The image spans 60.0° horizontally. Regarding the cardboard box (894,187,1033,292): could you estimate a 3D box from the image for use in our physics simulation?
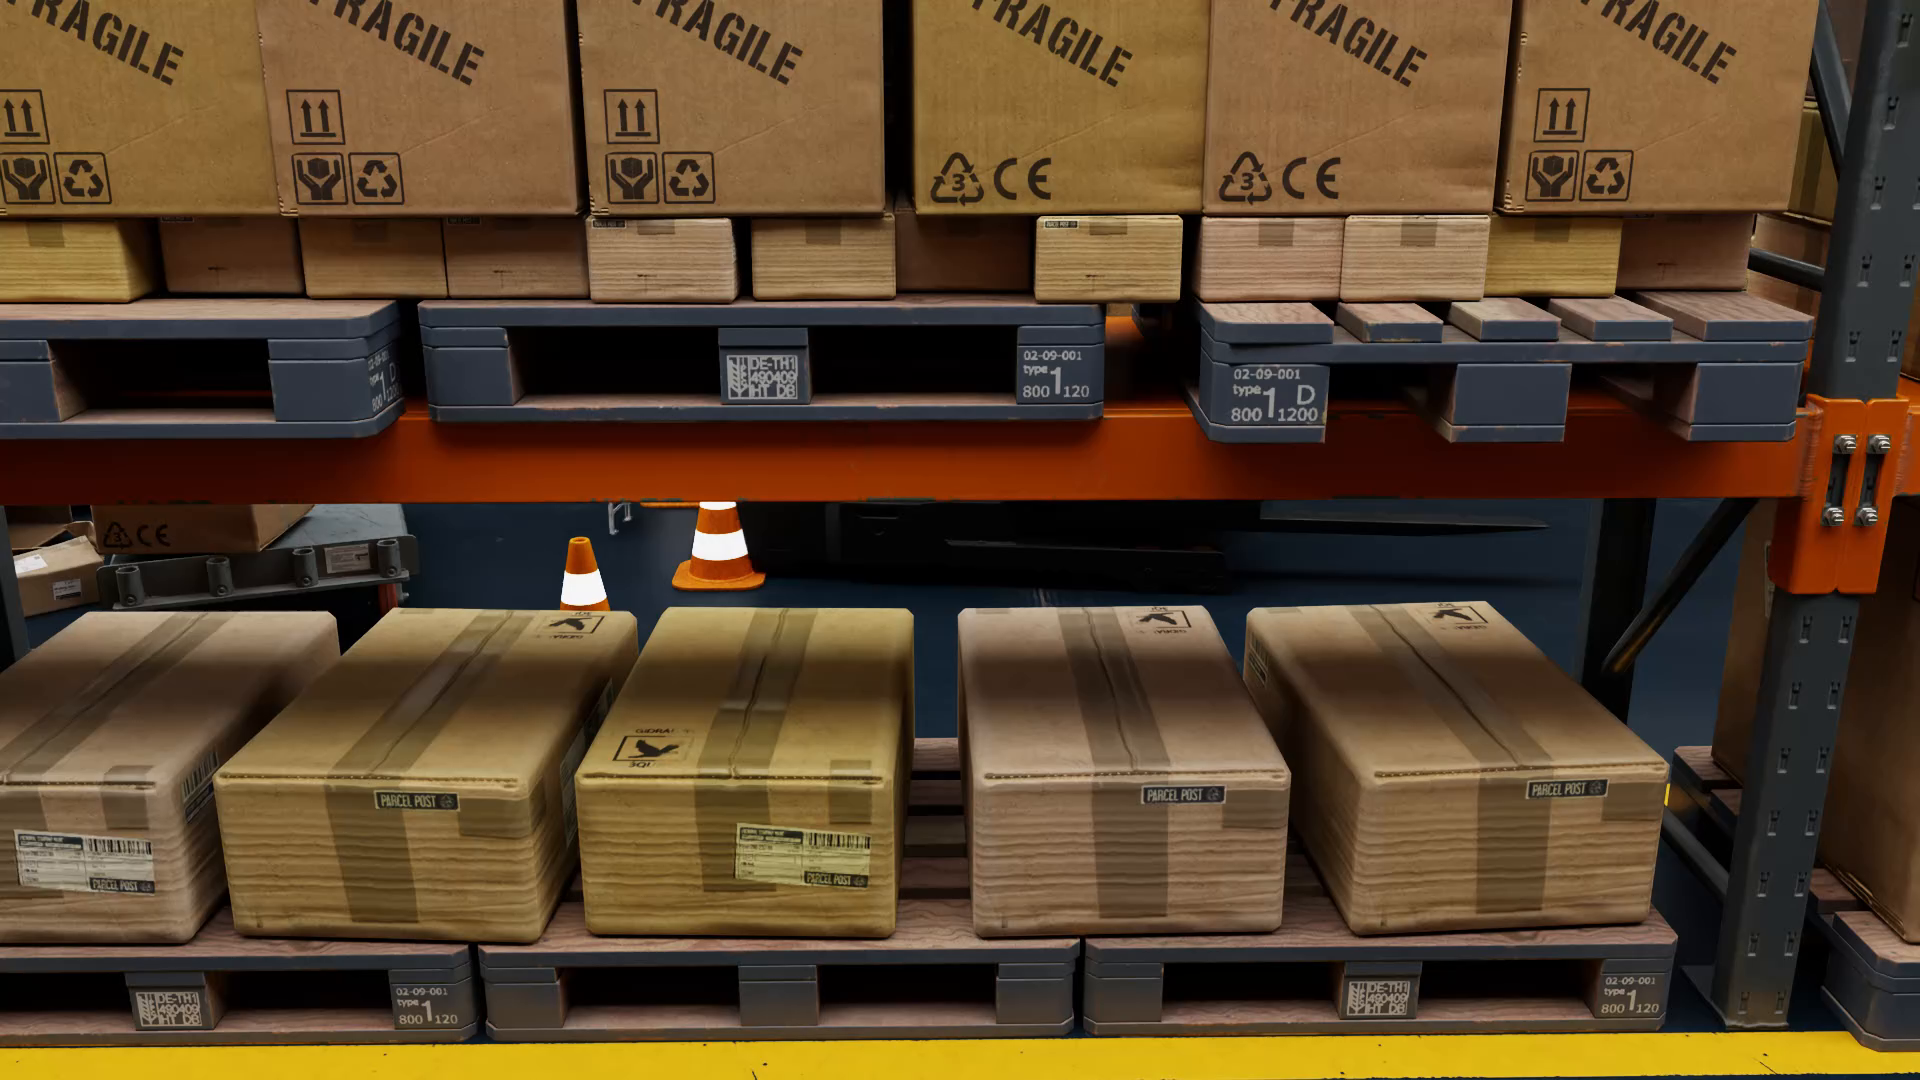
[{"bbox_3d":[0.004,-0.576,3.155,0.250,0.149,0.380,0,18,0],"label":"cardboard box"}]

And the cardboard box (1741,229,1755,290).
[{"bbox_3d":[3.663,-1.385,8.133,0.500,0.250,0.500,-1,18,-3],"label":"cardboard box"}]

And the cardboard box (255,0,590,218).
[{"bbox_3d":[-0.905,-0.859,2.978,0.500,0.500,0.500,0,18,-1],"label":"cardboard box"}]

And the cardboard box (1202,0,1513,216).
[{"bbox_3d":[0.659,-0.870,3.012,0.500,0.500,0.500,-1,18,-2],"label":"cardboard box"}]

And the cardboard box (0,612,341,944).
[{"bbox_3d":[-1.849,0.493,3.714,0.625,0.372,0.950,0,18,0],"label":"cardboard box"}]

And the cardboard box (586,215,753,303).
[{"bbox_3d":[-0.512,-0.539,3.041,0.250,0.149,0.380,0,18,1],"label":"cardboard box"}]

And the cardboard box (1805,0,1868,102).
[{"bbox_3d":[2.139,-1.180,3.515,0.500,0.500,0.500,-1,18,-2],"label":"cardboard box"}]

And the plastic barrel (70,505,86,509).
[{"bbox_3d":[-3.663,-0.365,6.993,0.421,0.421,0.512,14,22,37],"label":"plastic barrel"}]

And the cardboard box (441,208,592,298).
[{"bbox_3d":[-0.779,-0.554,3.086,0.250,0.149,0.380,0,18,0],"label":"cardboard box"}]

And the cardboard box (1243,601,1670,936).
[{"bbox_3d":[1.061,0.477,3.765,0.625,0.372,0.950,-1,18,-5],"label":"cardboard box"}]

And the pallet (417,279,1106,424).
[{"bbox_3d":[-0.353,-0.461,3.387,1.213,0.211,1.003,0,18,-1],"label":"pallet"}]

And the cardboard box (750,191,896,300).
[{"bbox_3d":[-0.246,-0.549,3.073,0.250,0.149,0.380,-1,18,-3],"label":"cardboard box"}]

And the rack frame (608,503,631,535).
[{"bbox_3d":[-1.373,-0.627,6.536,0.015,1.200,0.240,2,18,5],"label":"rack frame"}]

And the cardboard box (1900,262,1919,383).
[{"bbox_3d":[2.119,-0.428,3.217,0.500,0.250,0.500,-1,18,-2],"label":"cardboard box"}]

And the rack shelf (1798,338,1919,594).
[{"bbox_3d":[3.626,-0.241,3.566,4.000,0.370,1.077,0,18,-1],"label":"rack shelf"}]

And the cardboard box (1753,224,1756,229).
[{"bbox_3d":[4.191,-1.392,8.154,0.500,0.250,0.500,1,18,2],"label":"cardboard box"}]

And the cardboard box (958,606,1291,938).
[{"bbox_3d":[0.323,0.483,3.746,0.625,0.372,0.950,-1,18,-2],"label":"cardboard box"}]

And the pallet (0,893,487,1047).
[{"bbox_3d":[-1.595,0.769,3.805,1.213,0.211,1.003,0,18,-1],"label":"pallet"}]

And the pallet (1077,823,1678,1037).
[{"bbox_3d":[0.844,0.757,3.842,1.213,0.211,1.003,0,18,-1],"label":"pallet"}]

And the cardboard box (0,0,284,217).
[{"bbox_3d":[-1.400,-0.861,2.983,0.500,0.500,0.500,0,18,-1],"label":"cardboard box"}]

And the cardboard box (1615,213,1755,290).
[{"bbox_3d":[1.302,-0.581,3.172,0.250,0.149,0.380,0,18,1],"label":"cardboard box"}]

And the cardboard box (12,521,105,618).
[{"bbox_3d":[-3.222,0.096,5.815,0.396,0.266,0.258,-15,23,-39],"label":"cardboard box"}]

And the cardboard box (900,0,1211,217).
[{"bbox_3d":[0.154,-0.867,3.003,0.500,0.500,0.500,-1,18,-5],"label":"cardboard box"}]

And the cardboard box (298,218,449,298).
[{"bbox_3d":[-1.026,-0.553,3.084,0.250,0.149,0.380,0,18,0],"label":"cardboard box"}]

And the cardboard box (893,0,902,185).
[{"bbox_3d":[0.120,-1.022,3.486,0.500,0.500,0.500,0,18,0],"label":"cardboard box"}]

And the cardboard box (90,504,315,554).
[{"bbox_3d":[-2.432,-0.269,5.327,0.500,0.500,0.500,0,18,-1],"label":"cardboard box"}]

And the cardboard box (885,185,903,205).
[{"bbox_3d":[-0.057,-0.698,3.536,0.250,0.149,0.380,0,18,1],"label":"cardboard box"}]

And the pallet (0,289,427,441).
[{"bbox_3d":[-1.607,-0.423,3.268,1.213,0.211,1.003,0,18,-1],"label":"pallet"}]

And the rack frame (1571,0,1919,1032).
[{"bbox_3d":[1.626,-0.574,3.426,0.127,3.000,1.000,0,18,-1],"label":"rack frame"}]

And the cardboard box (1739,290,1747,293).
[{"bbox_3d":[3.684,-1.030,8.254,0.500,0.500,0.500,-1,18,-2],"label":"cardboard box"}]

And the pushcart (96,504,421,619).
[{"bbox_3d":[-2.460,-0.002,5.937,0.936,0.377,1.648,-7,19,-20],"label":"pushcart"}]

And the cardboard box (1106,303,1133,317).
[{"bbox_3d":[0.836,-1.239,8.494,0.750,0.750,1.050,-1,18,-2],"label":"cardboard box"}]

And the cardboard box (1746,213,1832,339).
[{"bbox_3d":[2.127,-0.584,3.704,0.500,0.250,0.500,-1,18,-3],"label":"cardboard box"}]

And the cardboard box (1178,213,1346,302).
[{"bbox_3d":[0.532,-0.544,3.056,0.250,0.149,0.380,-1,18,-3],"label":"cardboard box"}]

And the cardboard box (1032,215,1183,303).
[{"bbox_3d":[0.257,-0.538,3.039,0.250,0.149,0.380,0,18,0],"label":"cardboard box"}]

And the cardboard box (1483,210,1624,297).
[{"bbox_3d":[1.035,-0.558,3.099,0.250,0.149,0.380,0,18,0],"label":"cardboard box"}]

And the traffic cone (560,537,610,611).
[{"bbox_3d":[-1.156,0.220,5.105,0.334,0.463,0.336,0,18,-1],"label":"traffic cone"}]

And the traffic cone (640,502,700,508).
[{"bbox_3d":[-1.188,-0.403,7.047,0.334,0.463,0.336,0,18,-1],"label":"traffic cone"}]

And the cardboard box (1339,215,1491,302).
[{"bbox_3d":[0.784,-0.543,3.052,0.250,0.149,0.380,0,18,-1],"label":"cardboard box"}]

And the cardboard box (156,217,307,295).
[{"bbox_3d":[-1.284,-0.564,3.120,0.250,0.149,0.380,1,18,3],"label":"cardboard box"}]

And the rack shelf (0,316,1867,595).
[{"bbox_3d":[-0.374,-0.222,3.506,4.000,0.370,1.077,0,18,-1],"label":"rack shelf"}]

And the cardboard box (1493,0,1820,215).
[{"bbox_3d":[1.176,-0.876,3.030,0.500,0.500,0.500,-1,18,-2],"label":"cardboard box"}]

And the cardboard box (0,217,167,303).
[{"bbox_3d":[-1.566,-0.540,3.043,0.250,0.149,0.380,0,18,0],"label":"cardboard box"}]

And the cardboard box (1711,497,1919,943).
[{"bbox_3d":[2.318,0.260,3.618,0.875,0.875,0.875,0,18,-1],"label":"cardboard box"}]

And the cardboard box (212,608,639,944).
[{"bbox_3d":[-1.131,0.489,3.728,0.625,0.372,0.950,1,18,3],"label":"cardboard box"}]

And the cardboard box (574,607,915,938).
[{"bbox_3d":[-0.435,0.485,3.740,0.625,0.372,0.950,0,18,1],"label":"cardboard box"}]

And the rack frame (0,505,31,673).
[{"bbox_3d":[-2.374,-0.555,3.366,0.127,3.000,1.000,0,18,-1],"label":"rack frame"}]

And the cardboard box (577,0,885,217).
[{"bbox_3d":[-0.392,-0.865,2.996,0.500,0.500,0.500,-1,18,-3],"label":"cardboard box"}]

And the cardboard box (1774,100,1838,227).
[{"bbox_3d":[2.106,-0.821,3.622,0.500,0.250,0.500,0,18,-1],"label":"cardboard box"}]

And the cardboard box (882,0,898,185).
[{"bbox_3d":[-0.380,-1.022,3.486,0.500,0.500,0.500,-1,18,-3],"label":"cardboard box"}]

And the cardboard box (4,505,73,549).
[{"bbox_3d":[-3.722,-0.200,6.125,0.503,0.637,0.797,0,18,-1],"label":"cardboard box"}]

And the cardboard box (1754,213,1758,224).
[{"bbox_3d":[4.171,-1.545,8.631,0.500,0.250,0.500,0,18,1],"label":"cardboard box"}]

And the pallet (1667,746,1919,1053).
[{"bbox_3d":[2.415,0.773,3.792,1.213,0.211,1.003,0,18,-1],"label":"pallet"}]

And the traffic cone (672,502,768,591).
[{"bbox_3d":[-0.882,-0.087,6.062,0.334,0.463,0.336,0,18,-1],"label":"traffic cone"}]

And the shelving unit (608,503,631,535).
[{"bbox_3d":[-1.130,-0.619,6.514,0.503,1.200,0.258,2,18,5],"label":"shelving unit"}]

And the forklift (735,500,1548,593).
[{"bbox_3d":[0.637,-1.377,6.041,3.031,2.935,1.130,2,18,5],"label":"forklift"}]

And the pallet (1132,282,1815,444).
[{"bbox_3d":[0.915,-0.447,3.343,1.003,0.211,1.213,0,18,-1],"label":"pallet"}]

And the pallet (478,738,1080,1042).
[{"bbox_3d":[-0.372,0.762,3.826,1.213,0.211,1.003,0,18,-1],"label":"pallet"}]
